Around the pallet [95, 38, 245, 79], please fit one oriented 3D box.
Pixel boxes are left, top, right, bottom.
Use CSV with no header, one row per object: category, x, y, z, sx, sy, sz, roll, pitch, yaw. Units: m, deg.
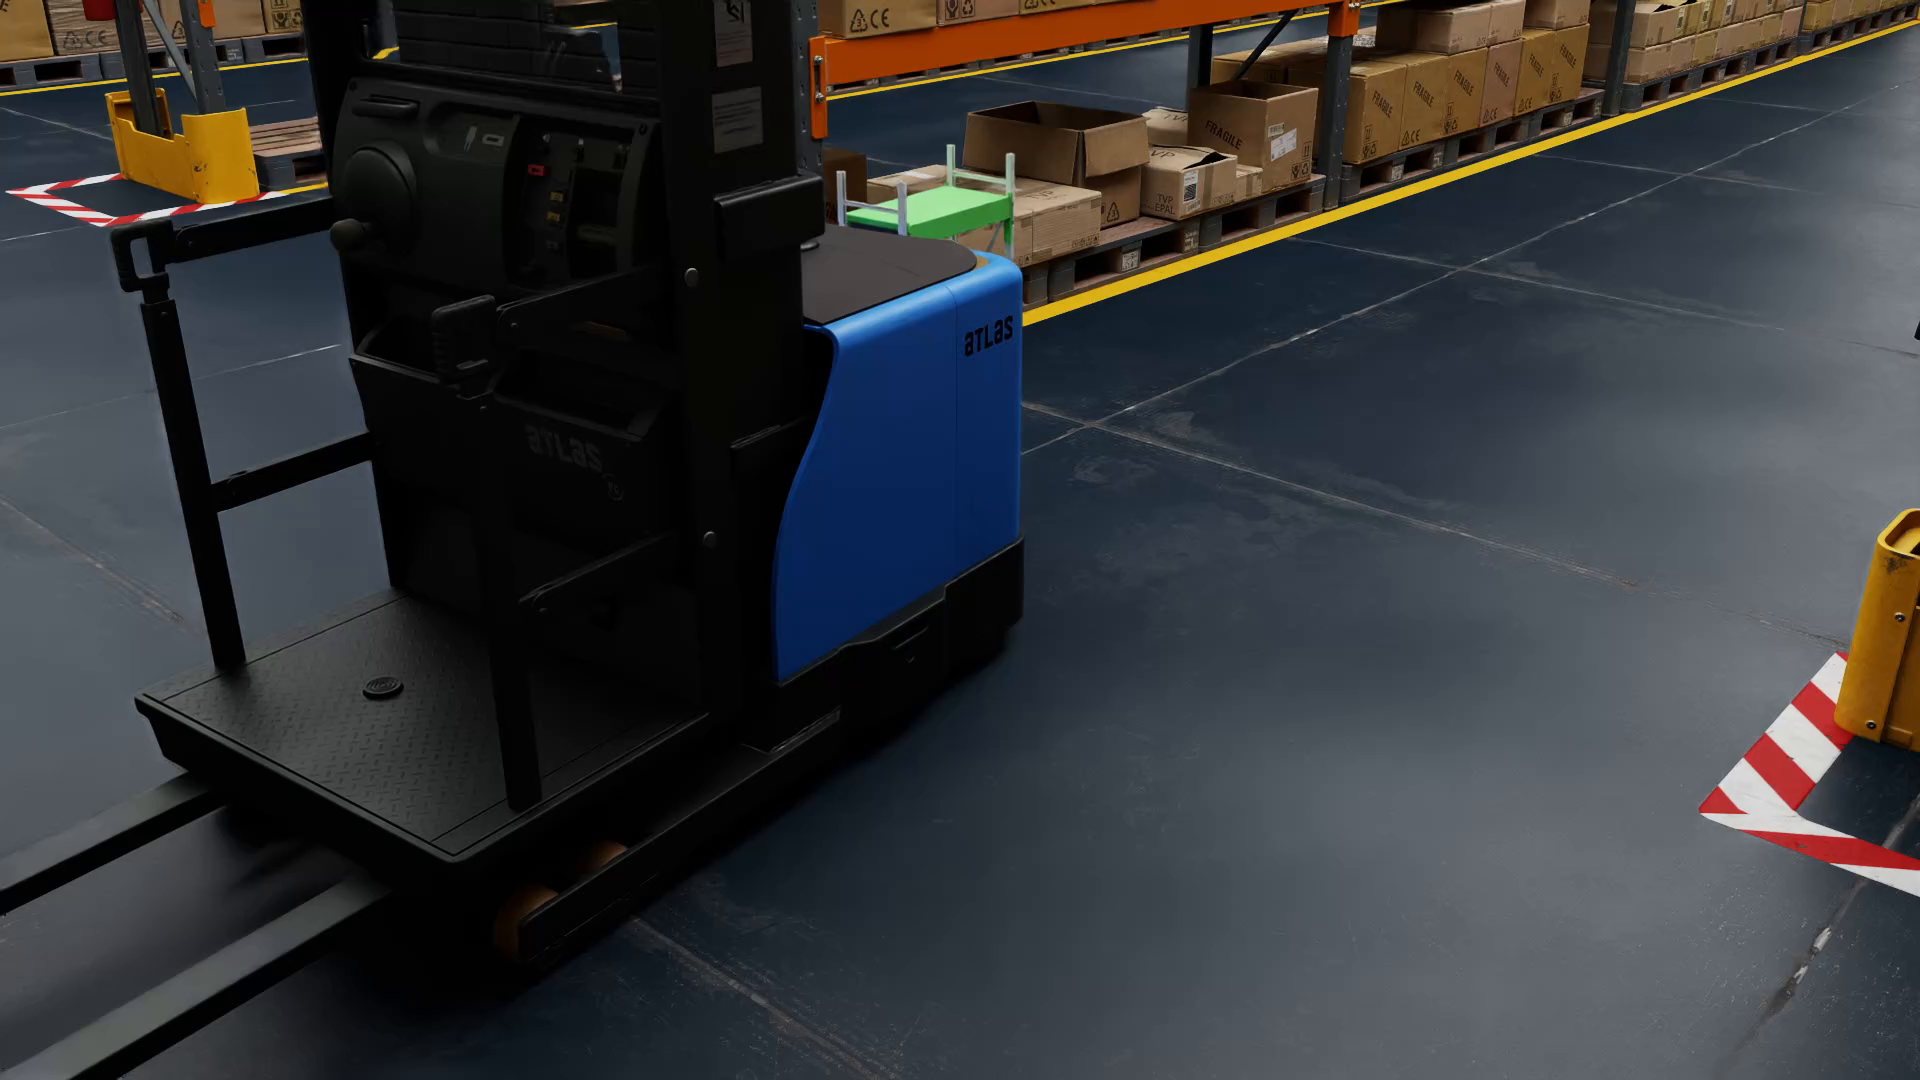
pallet,-7.020,-4.219,14.403,1.003,0.211,1.213,20,31,38

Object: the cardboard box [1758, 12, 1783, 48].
cardboard box,6.674,-4.385,14.210,0.500,0.250,0.500,20,31,37

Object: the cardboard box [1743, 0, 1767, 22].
cardboard box,6.339,-4.486,13.752,0.500,0.311,0.500,20,31,37

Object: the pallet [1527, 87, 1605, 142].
pallet,3.877,-3.099,11.903,1.003,0.211,1.213,20,31,38

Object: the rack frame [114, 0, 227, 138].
rack frame,-4.622,-3.504,9.400,1.000,3.000,0.127,20,31,38

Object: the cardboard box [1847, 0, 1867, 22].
cardboard box,8.284,-5.104,15.815,0.500,0.250,0.500,20,31,38

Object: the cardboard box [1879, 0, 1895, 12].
cardboard box,8.948,-5.410,16.497,0.500,0.250,0.500,20,31,38

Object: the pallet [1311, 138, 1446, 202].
pallet,2.249,-2.355,10.245,1.003,0.211,1.213,20,31,38

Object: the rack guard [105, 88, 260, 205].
rack guard,-4.628,-2.353,9.887,1.175,0.500,0.348,20,31,38

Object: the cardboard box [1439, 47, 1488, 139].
cardboard box,2.925,-2.826,10.405,0.500,0.500,0.500,21,31,38

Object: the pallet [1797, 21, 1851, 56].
pallet,7.635,-4.765,15.620,1.003,0.211,1.213,20,31,38

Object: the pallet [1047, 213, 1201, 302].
pallet,0.461,-1.515,8.370,1.003,0.211,1.213,20,31,38

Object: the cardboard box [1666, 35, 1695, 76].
cardboard box,5.307,-3.758,12.813,0.500,0.250,0.500,19,30,36

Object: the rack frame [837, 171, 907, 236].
rack frame,-0.242,-0.439,4.764,0.240,1.200,0.015,18,30,34

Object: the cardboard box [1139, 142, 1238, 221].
cardboard box,1.065,-1.864,8.489,0.500,0.311,0.500,20,31,38

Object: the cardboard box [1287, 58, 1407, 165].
cardboard box,2.239,-2.510,9.700,0.500,0.500,0.500,18,30,35

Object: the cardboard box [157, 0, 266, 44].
cardboard box,-6.741,-4.844,14.472,0.875,0.875,0.875,20,31,38

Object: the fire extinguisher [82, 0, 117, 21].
fire extinguisher,-5.061,-3.377,9.666,0.296,0.674,0.183,20,31,38

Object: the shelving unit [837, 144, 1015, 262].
shelving unit,-0.091,-0.518,4.939,0.258,1.200,0.503,18,30,34

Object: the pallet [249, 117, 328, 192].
pallet,-4.042,-2.473,10.507,1.003,0.211,1.213,20,31,38

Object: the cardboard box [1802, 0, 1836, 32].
cardboard box,7.609,-4.802,15.142,0.500,0.250,0.500,20,31,38

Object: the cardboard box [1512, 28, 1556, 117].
cardboard box,3.609,-3.142,11.108,0.500,0.500,0.500,19,30,36

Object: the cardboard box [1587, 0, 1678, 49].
cardboard box,4.972,-3.860,12.356,0.500,0.311,0.500,21,32,39

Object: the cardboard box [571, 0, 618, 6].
cardboard box,-4.048,-6.042,17.144,1.225,0.875,0.875,20,31,38

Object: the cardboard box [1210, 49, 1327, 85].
cardboard box,1.850,-2.658,10.030,0.500,0.500,0.500,20,31,37

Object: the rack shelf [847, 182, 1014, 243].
rack shelf,-0.091,-0.898,4.768,0.258,0.148,0.480,18,30,34

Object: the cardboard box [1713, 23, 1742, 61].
cardboard box,5.992,-4.074,13.518,0.500,0.250,0.500,21,32,39

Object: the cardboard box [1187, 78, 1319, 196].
cardboard box,1.565,-2.179,8.960,0.500,0.500,0.500,20,31,38

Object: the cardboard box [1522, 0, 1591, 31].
cardboard box,3.920,-3.623,11.265,0.500,0.250,0.500,22,32,39

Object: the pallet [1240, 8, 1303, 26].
pallet,2.892,-5.638,17.567,1.003,0.211,1.213,20,31,38

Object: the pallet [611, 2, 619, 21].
pallet,-3.553,-5.802,17.933,1.003,0.211,1.213,20,31,38

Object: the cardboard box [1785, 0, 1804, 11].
cardboard box,7.017,-4.798,14.447,0.500,0.311,0.500,20,31,38

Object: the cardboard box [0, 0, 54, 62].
cardboard box,-7.942,-4.296,13.248,0.875,0.875,0.875,20,31,38

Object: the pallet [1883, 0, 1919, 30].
pallet,9.264,-5.509,17.278,1.003,0.211,1.213,20,31,38

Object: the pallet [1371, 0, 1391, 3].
pallet,4.681,-6.455,19.388,1.003,0.211,1.213,20,31,38

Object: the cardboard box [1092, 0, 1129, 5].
cardboard box,0.569,-2.722,7.533,0.500,0.500,0.500,21,31,38

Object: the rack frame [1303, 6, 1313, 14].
rack frame,3.387,-7.161,17.554,1.000,3.000,0.127,20,31,38

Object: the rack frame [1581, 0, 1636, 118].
rack frame,4.404,-4.588,11.817,1.000,3.000,0.127,20,31,38

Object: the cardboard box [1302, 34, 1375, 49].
cardboard box,2.521,-2.959,10.701,0.500,0.500,0.500,21,31,38

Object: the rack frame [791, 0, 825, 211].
rack frame,-0.935,-2.151,6.381,1.000,3.000,0.127,20,31,38

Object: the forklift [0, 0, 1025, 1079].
forklift,-1.091,-0.702,3.234,1.130,2.935,3.031,16,29,32

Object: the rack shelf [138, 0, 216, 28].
rack shelf,-3.287,-3.786,10.906,1.077,0.370,4.000,20,31,38

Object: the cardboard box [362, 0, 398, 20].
cardboard box,-5.228,-5.498,15.930,1.225,0.875,0.875,20,31,38

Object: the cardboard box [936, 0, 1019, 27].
cardboard box,-0.102,-2.418,6.855,0.500,0.500,0.500,20,31,37

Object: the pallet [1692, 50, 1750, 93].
pallet,5.797,-3.926,13.748,1.003,0.211,1.213,20,31,38

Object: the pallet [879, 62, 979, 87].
pallet,-0.592,-4.048,14.020,1.003,0.211,1.213,20,31,38

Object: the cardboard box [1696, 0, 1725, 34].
cardboard box,5.659,-4.178,13.063,0.500,0.311,0.500,19,30,36

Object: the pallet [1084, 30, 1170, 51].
pallet,1.264,-4.895,15.909,1.003,0.211,1.213,20,31,38

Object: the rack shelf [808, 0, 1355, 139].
rack shelf,0.399,-2.432,7.887,1.077,0.370,4.000,20,31,38

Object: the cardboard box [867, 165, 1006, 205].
cardboard box,-0.100,-1.611,8.000,0.500,0.250,0.500,20,31,38

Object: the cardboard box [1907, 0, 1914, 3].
cardboard box,9.605,-5.718,17.185,0.500,0.250,0.500,20,31,38

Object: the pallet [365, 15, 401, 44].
pallet,-5.182,-5.059,16.275,1.003,0.211,1.213,20,31,38

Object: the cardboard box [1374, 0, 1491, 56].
cardboard box,2.906,-3.157,10.226,0.500,0.250,0.500,20,31,38

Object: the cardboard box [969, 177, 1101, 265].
cardboard box,0.306,-1.490,7.729,0.500,0.250,0.500,20,31,38
